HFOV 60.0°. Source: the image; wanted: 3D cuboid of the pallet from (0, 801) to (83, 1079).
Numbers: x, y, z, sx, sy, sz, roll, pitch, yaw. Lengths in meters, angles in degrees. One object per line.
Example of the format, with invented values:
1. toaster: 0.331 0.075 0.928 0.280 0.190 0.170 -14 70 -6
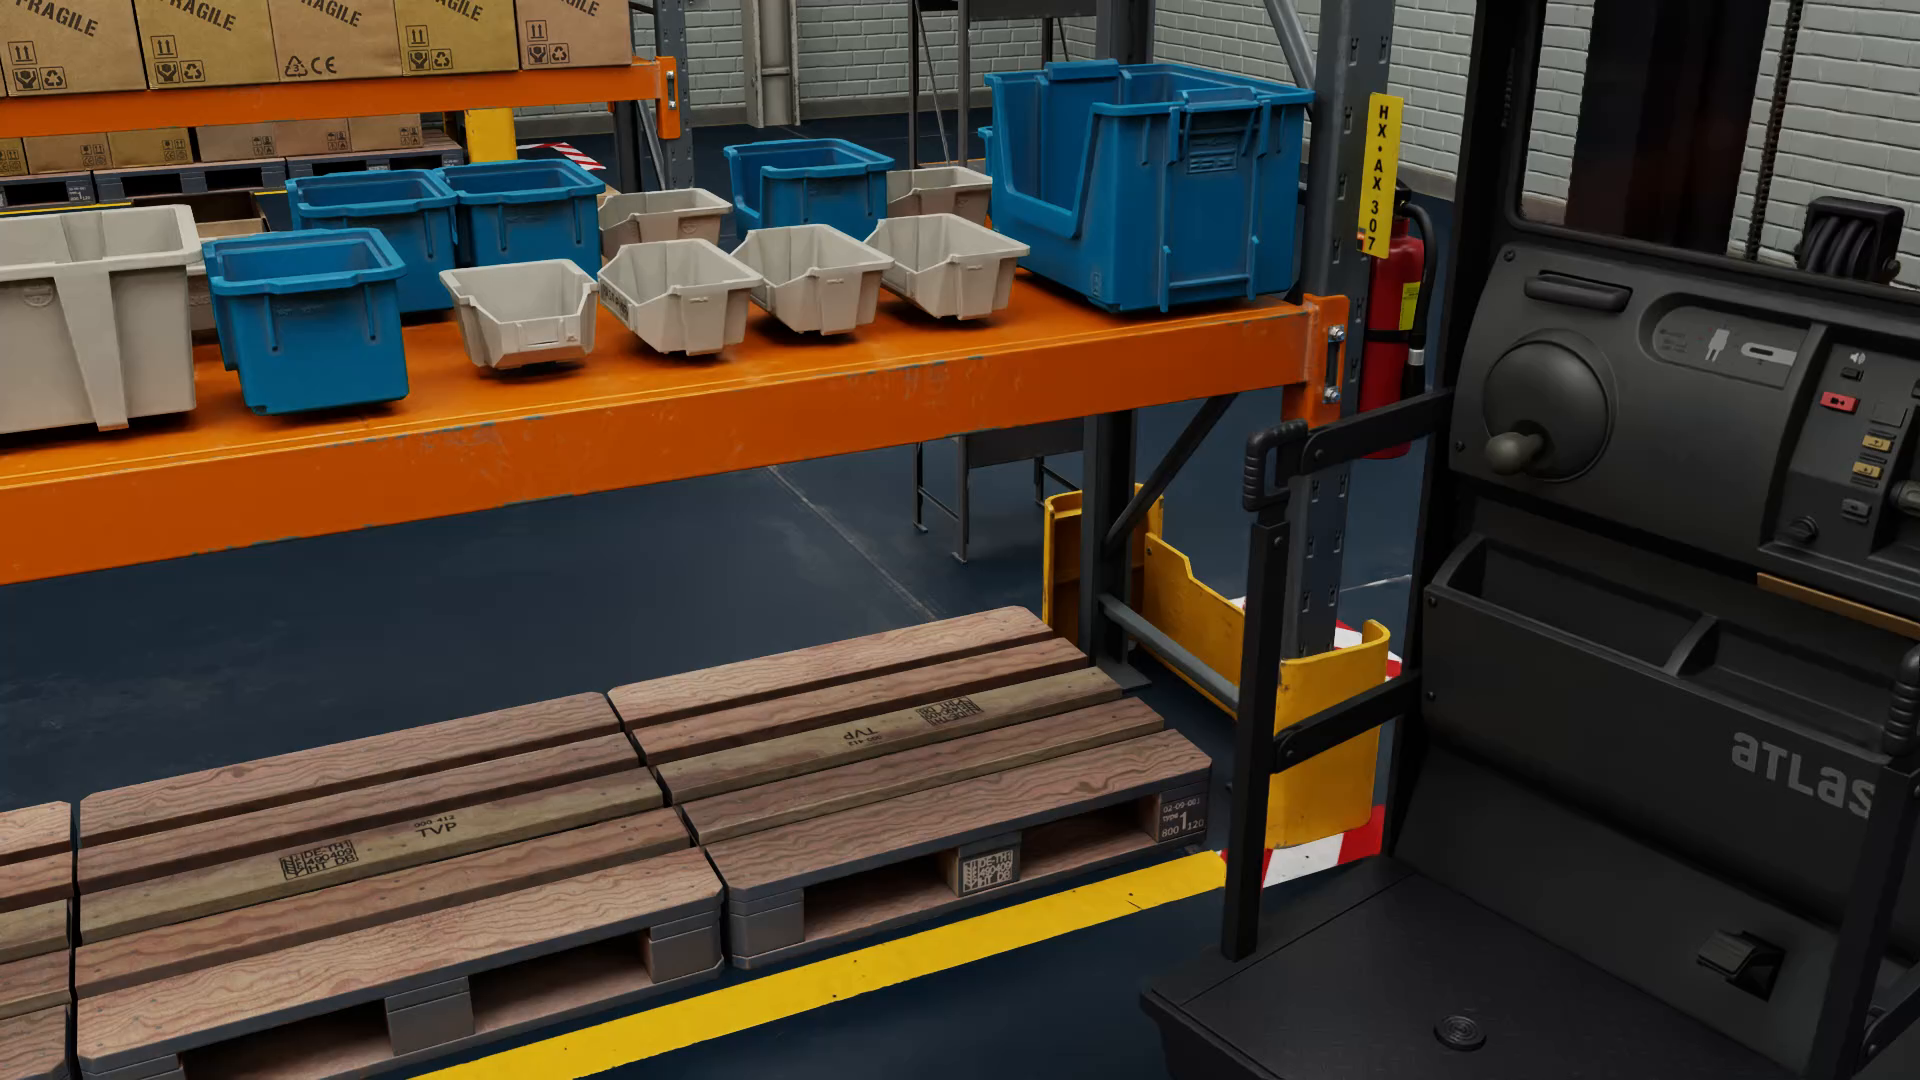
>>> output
1. pallet: -2.348 0.956 3.165 1.213 0.211 1.003 -10 25 -24

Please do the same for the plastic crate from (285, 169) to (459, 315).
1. plastic crate: -1.212 -0.615 3.455 0.300 0.233 0.416 -10 25 -24

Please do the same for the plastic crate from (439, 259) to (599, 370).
1. plastic crate: -0.812 -0.416 3.099 0.250 0.136 0.298 -10 25 -24

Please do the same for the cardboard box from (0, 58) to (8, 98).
1. cardboard box: -4.101 -2.028 6.596 0.500 0.500 0.500 -10 24 -23

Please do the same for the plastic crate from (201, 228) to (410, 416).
1. plastic crate: -1.129 -0.382 2.891 0.300 0.233 0.416 -10 25 -24

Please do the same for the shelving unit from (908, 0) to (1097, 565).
1. shelving unit: 0.149 -0.998 5.415 0.503 2.100 0.431 -10 25 -24

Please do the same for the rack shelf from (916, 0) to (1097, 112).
1. rack shelf: 0.149 -1.632 5.152 0.480 0.518 0.431 -10 25 -24

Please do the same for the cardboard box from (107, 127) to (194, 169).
1. cardboard box: -5.655 -2.906 11.567 0.500 0.500 0.700 -10 24 -22

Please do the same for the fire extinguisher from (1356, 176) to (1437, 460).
1. fire extinguisher: 0.943 -0.521 3.676 0.183 0.674 0.296 -10 25 -24

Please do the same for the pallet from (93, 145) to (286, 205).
1. pallet: -5.470 -2.626 11.818 1.213 0.211 1.003 -10 25 -24

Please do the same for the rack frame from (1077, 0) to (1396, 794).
1. rack frame: 0.610 -0.861 3.907 0.127 3.000 1.000 -10 25 -24

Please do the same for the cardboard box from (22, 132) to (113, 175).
1. cardboard box: -6.118 -2.821 11.363 0.500 0.500 0.700 -11 25 -24

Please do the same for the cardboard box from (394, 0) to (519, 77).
1. cardboard box: -2.286 -2.359 7.397 0.500 0.500 0.500 -10 25 -23

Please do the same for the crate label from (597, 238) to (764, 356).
1. crate label: -0.554 -0.471 3.233 0.243 0.136 0.396 -10 25 -24

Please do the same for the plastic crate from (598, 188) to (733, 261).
1. plastic crate: -0.691 -0.702 3.790 0.298 0.136 0.250 -10 25 -24

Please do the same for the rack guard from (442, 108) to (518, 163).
1. rack guard: -3.665 -3.124 12.643 0.348 0.500 1.175 -10 25 -24

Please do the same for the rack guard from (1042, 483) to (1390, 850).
1. rack guard: 0.627 0.286 4.406 0.348 0.500 1.175 -10 25 -24

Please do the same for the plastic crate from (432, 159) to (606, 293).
1. plastic crate: -0.941 -0.665 3.575 0.300 0.233 0.416 -10 25 -24

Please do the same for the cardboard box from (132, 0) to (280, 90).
1. cardboard box: -3.192 -2.195 7.000 0.500 0.500 0.500 -11 25 -24

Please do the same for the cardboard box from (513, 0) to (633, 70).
1. cardboard box: -1.820 -2.446 7.608 0.500 0.500 0.500 -10 24 -22

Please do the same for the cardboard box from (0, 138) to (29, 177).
1. cardboard box: -6.572 -2.739 11.165 0.500 0.500 0.700 -10 25 -23

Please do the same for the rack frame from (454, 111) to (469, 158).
1. rack frame: -3.686 -4.275 12.155 0.127 3.000 1.000 -10 25 -24

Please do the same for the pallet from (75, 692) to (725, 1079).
1. pallet: -1.247 0.752 3.657 1.213 0.211 1.003 -10 25 -24

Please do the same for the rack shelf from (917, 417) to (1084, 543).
1. rack shelf: 0.149 -0.338 5.688 0.480 0.518 0.431 -10 25 -24

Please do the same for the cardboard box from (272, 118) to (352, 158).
1. cardboard box: -4.724 -3.080 11.989 0.500 0.500 0.700 -11 25 -24

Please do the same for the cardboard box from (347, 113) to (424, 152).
1. cardboard box: -4.274 -3.163 12.189 0.500 0.500 0.700 -10 25 -24

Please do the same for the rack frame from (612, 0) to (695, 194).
1. rack frame: -1.534 -2.568 8.033 0.127 3.000 1.000 -10 25 -24

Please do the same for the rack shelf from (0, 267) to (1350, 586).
1. rack shelf: -1.192 -0.197 3.243 4.000 0.370 1.077 -10 25 -24

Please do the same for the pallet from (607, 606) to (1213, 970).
1. pallet: -0.149 0.551 4.143 1.213 0.211 1.003 -10 25 -24

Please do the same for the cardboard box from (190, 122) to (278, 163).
1. cardboard box: -5.177 -2.997 11.787 0.500 0.500 0.700 -11 25 -25

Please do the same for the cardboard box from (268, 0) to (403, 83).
1. cardboard box: -2.738 -2.278 7.201 0.500 0.500 0.500 -10 25 -23

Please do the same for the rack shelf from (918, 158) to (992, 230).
1. rack shelf: 0.149 -0.985 5.420 0.480 0.518 0.431 -10 25 -24

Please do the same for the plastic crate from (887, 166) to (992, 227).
1. plastic crate: -0.080 -0.814 4.062 0.298 0.136 0.250 -10 25 -24

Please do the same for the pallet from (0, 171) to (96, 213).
1. pallet: -6.571 -2.422 11.325 1.213 0.211 1.003 -10 25 -24

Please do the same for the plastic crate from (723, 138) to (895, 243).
1. plastic crate: -0.348 -0.774 3.839 0.300 0.233 0.416 -10 25 -24

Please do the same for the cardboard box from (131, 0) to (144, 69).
1. cardboard box: -3.874 -2.294 7.240 0.500 0.500 0.500 -10 24 -22

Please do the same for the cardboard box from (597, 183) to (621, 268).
1. cardboard box: -1.918 -1.442 8.004 0.500 0.500 0.500 -10 25 -24

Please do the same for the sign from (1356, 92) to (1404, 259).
1. sign: 0.864 -0.749 3.425 0.005 0.325 0.100 -10 25 -24

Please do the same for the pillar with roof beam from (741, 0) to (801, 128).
1. pillar with roof beam: 0.239 -6.309 9.226 0.400 9.000 9.100 -10 25 -24

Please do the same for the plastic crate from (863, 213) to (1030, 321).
1. plastic crate: -0.046 -0.569 3.469 0.243 0.136 0.396 -10 25 -24

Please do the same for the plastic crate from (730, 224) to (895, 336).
1. plastic crate: -0.313 -0.526 3.365 0.243 0.136 0.396 -10 25 -24

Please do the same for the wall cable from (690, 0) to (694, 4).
1. wall cable: -2.943 -5.283 13.262 1.851 1.984 0.084 -10 25 -24

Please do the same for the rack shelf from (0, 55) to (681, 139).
1. rack shelf: -3.337 -1.904 7.369 4.000 0.370 1.077 -10 25 -24

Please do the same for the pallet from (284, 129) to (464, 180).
1. pallet: -4.373 -2.827 12.303 1.213 0.211 1.003 -10 25 -24

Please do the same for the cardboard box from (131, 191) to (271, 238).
1. cardboard box: -3.448 -1.268 7.580 0.637 0.503 0.797 -10 25 -24

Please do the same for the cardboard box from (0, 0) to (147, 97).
1. cardboard box: -3.649 -2.110 6.795 0.500 0.500 0.500 -11 25 -24

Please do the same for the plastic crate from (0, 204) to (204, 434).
1. plastic crate: -1.538 -0.360 2.774 0.530 0.282 0.437 -10 25 -24

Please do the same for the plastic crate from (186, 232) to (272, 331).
1. plastic crate: -1.555 -0.496 3.291 0.466 0.136 0.293 -10 25 -24

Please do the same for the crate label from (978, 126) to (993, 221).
1. crate label: 0.245 -0.884 4.103 0.303 0.233 0.416 -10 25 -24

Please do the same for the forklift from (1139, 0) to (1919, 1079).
1. forklift: 1.017 -0.191 2.379 3.031 2.935 1.130 -17 28 -35

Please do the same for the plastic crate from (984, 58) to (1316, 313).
1. plastic crate: 0.390 -0.785 3.599 0.499 0.435 0.616 -10 25 -24

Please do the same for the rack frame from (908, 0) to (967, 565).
1. rack frame: -0.071 -0.957 5.317 0.015 2.100 0.400 -10 25 -24

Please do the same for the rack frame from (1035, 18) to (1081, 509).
1. rack frame: 0.369 -1.038 5.513 0.015 2.100 0.400 -10 25 -24
